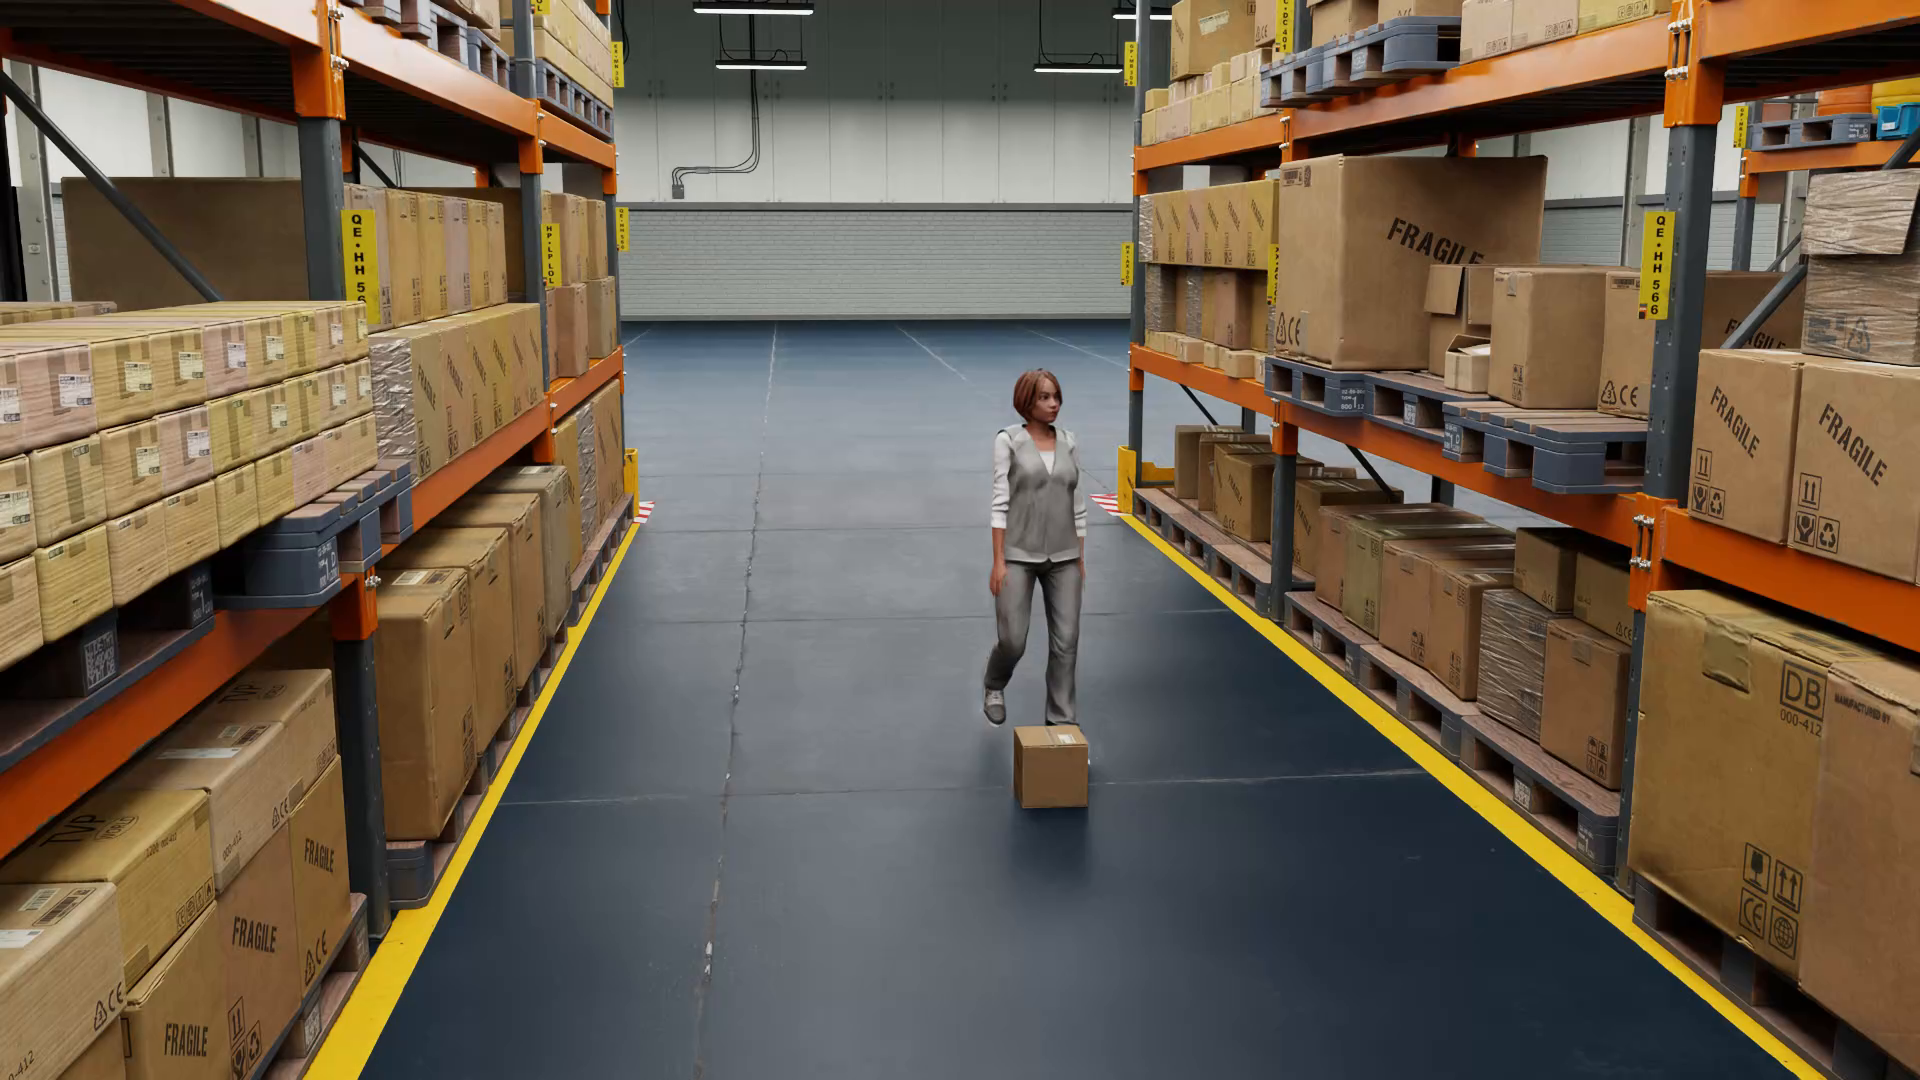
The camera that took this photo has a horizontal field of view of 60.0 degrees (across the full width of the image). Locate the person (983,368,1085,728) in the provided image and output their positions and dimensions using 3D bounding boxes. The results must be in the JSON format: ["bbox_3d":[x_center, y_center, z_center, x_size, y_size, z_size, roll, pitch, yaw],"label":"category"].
[{"bbox_3d":[0.307,0.059,6.830,0.430,1.528,0.473,-3,11,-16],"label":"person"}]
